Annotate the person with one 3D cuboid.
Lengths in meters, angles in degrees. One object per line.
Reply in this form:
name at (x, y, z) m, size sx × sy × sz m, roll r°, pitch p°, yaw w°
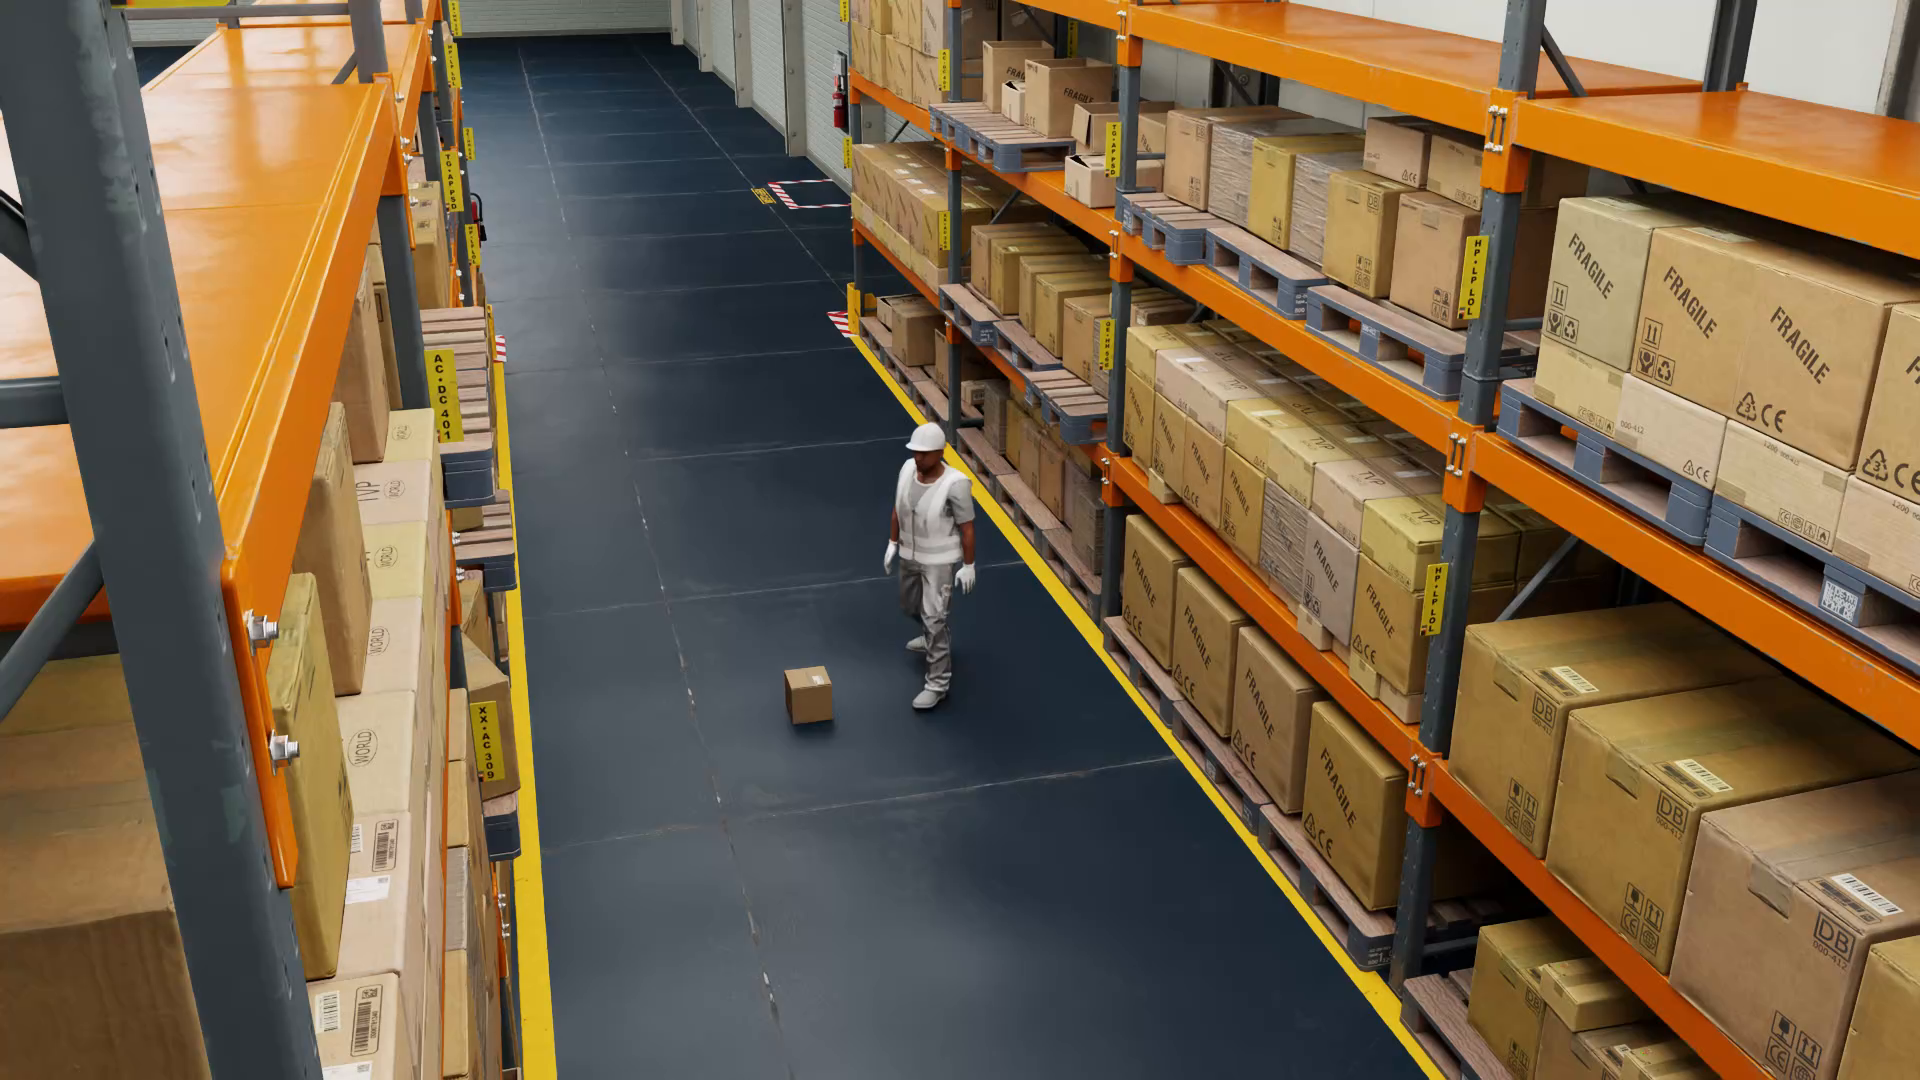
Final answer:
person at (-0.189, 0.094, 10.350) m, size 0.671 × 1.766 × 0.778 m, roll 18°, pitch 29°, yaw 36°
